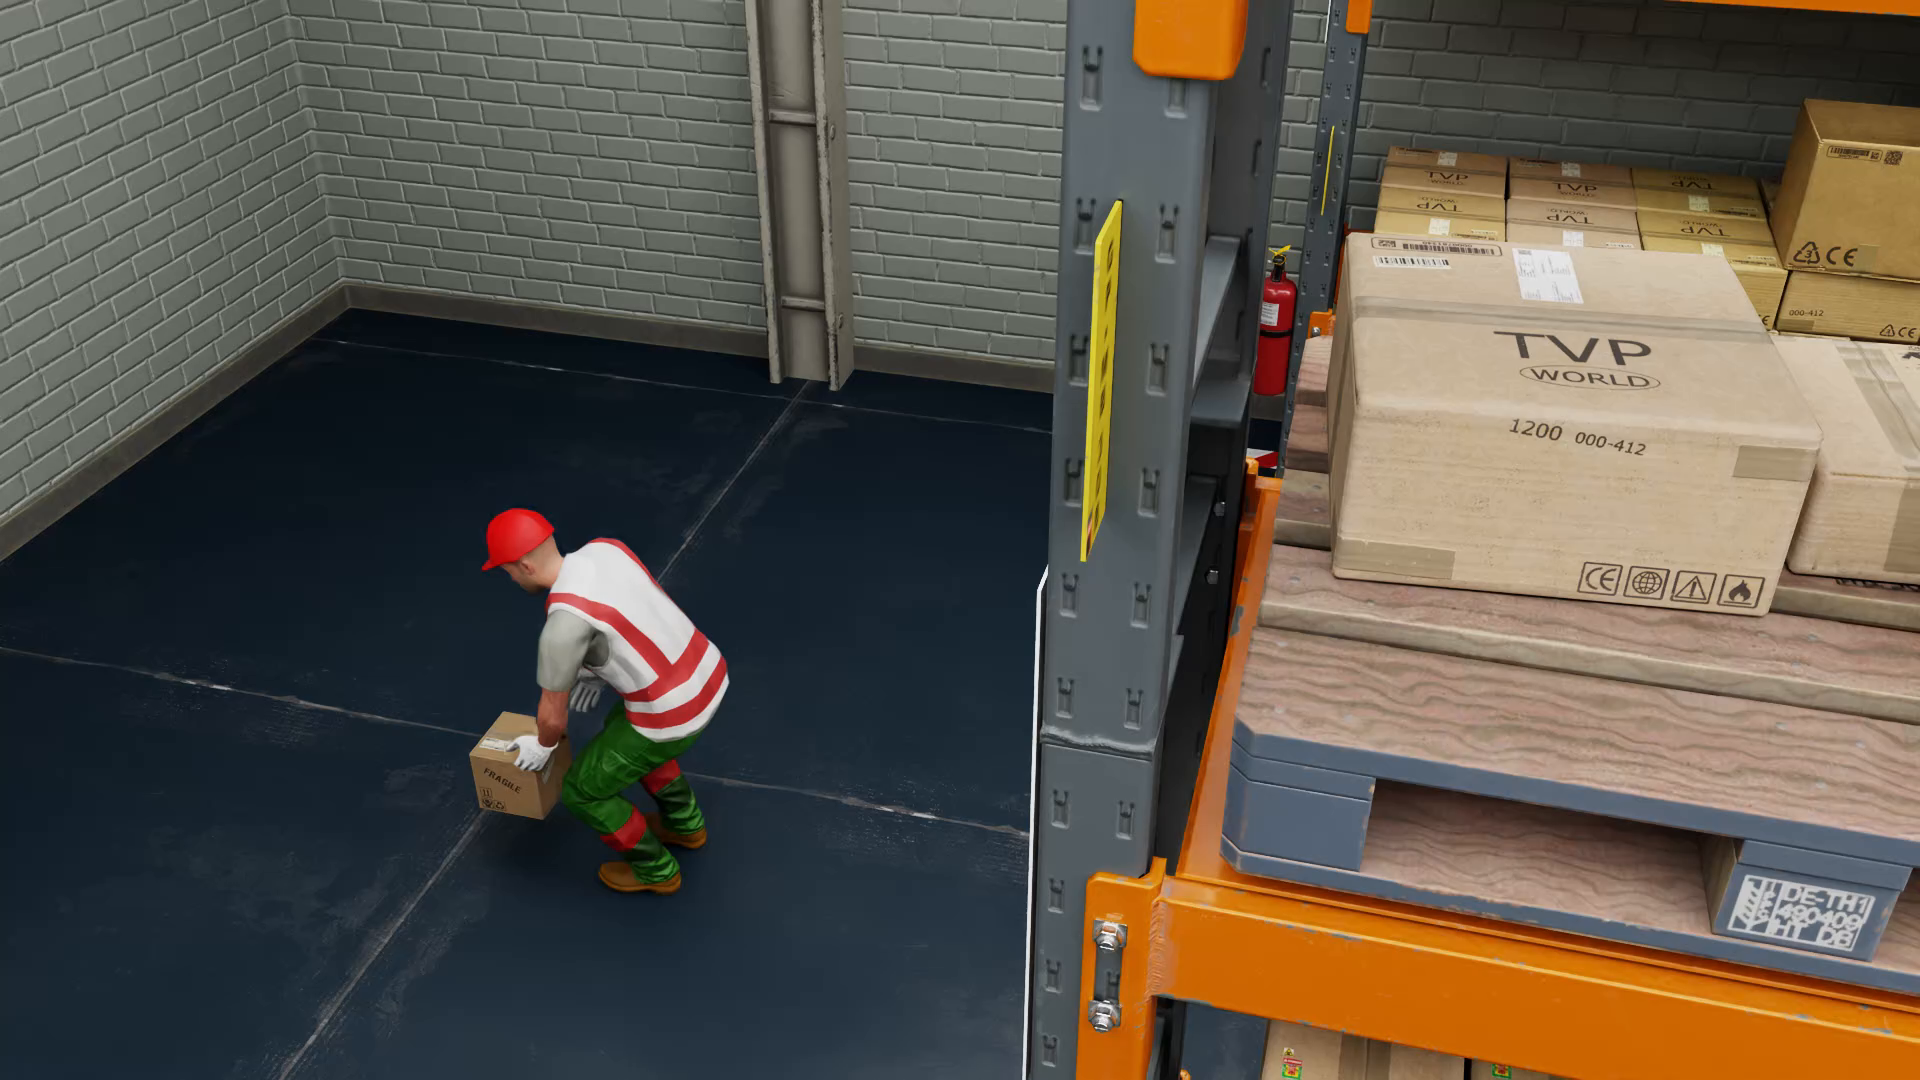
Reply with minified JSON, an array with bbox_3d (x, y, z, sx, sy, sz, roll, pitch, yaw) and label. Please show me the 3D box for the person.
[{"bbox_3d":[-1.165,0.551,5.573,0.749,1.443,0.583,8,33,13],"label":"person"}]
